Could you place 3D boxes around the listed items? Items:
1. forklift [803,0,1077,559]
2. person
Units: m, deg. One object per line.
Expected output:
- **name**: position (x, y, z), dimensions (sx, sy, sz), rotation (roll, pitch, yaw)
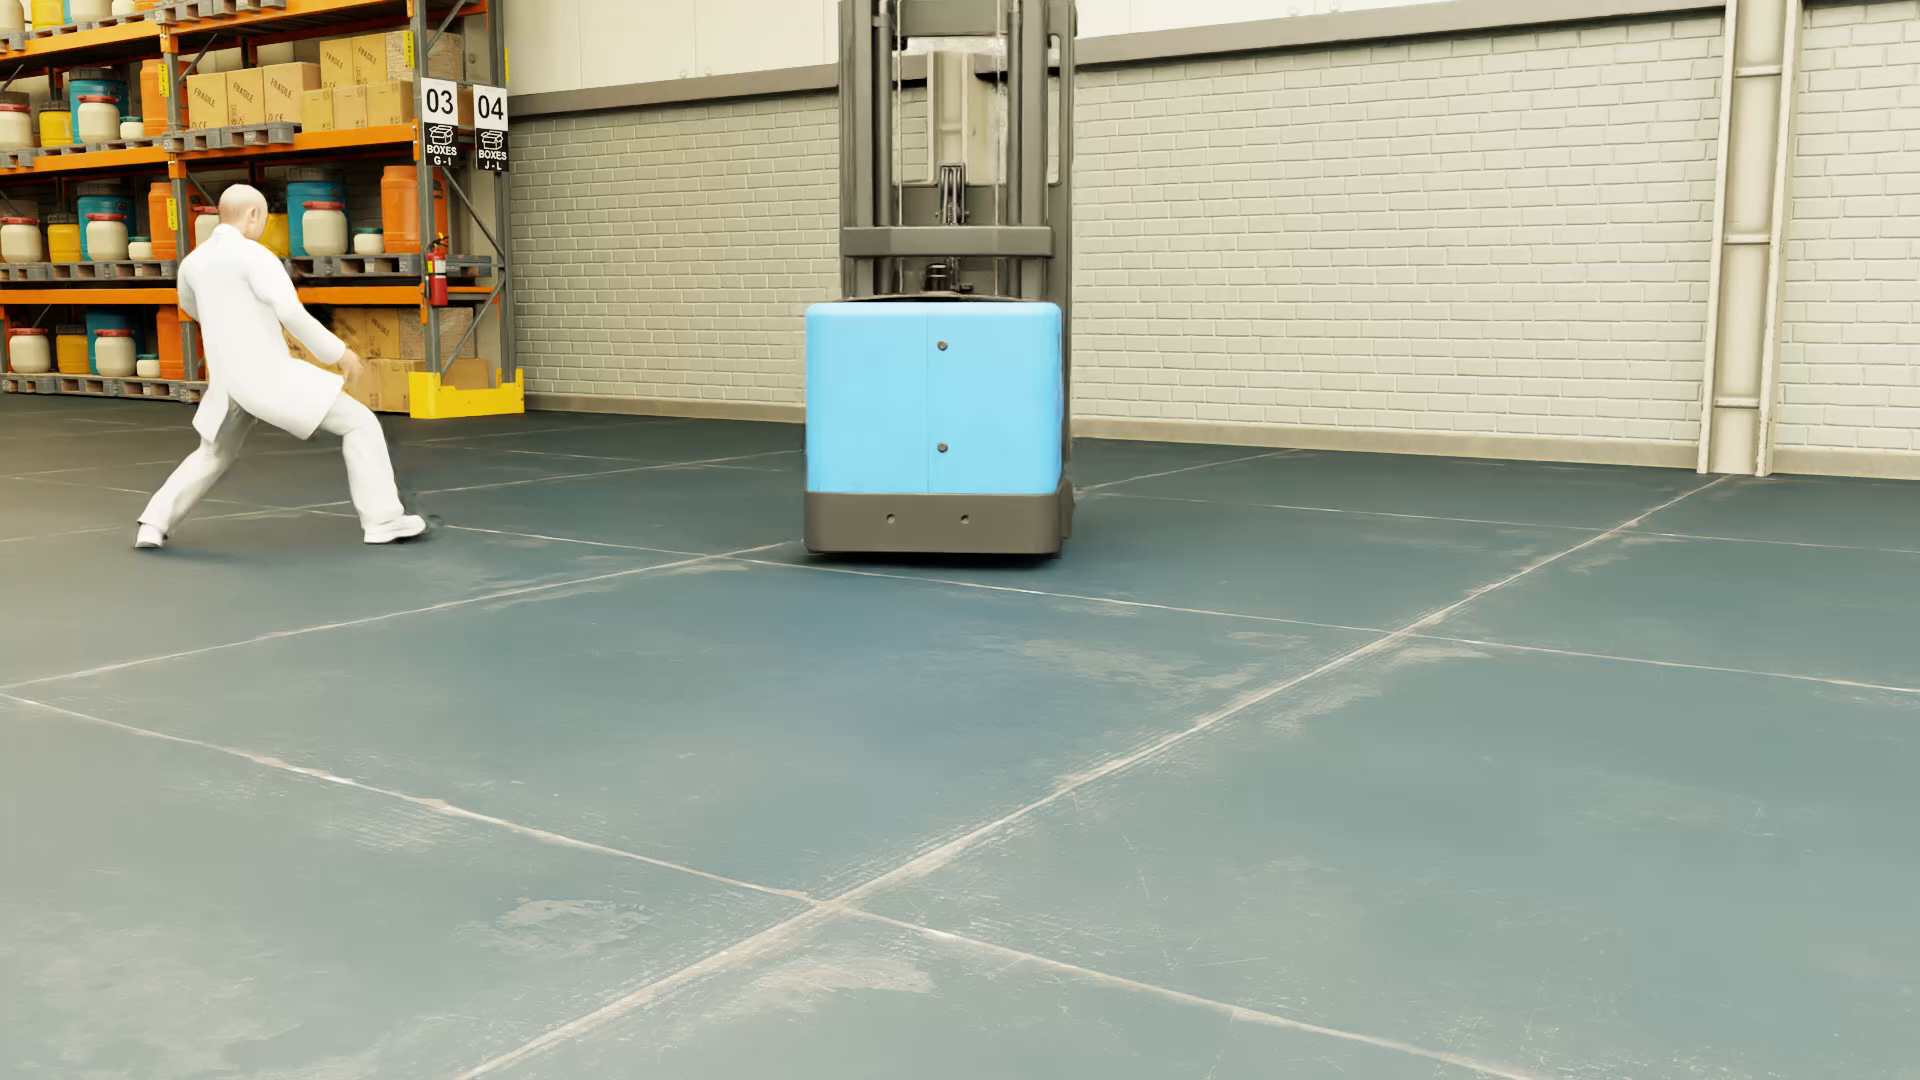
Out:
- **forklift**: position (0.004, -1.541, 8.030), dimensions (1.130, 2.935, 3.031), rotation (1, 8, 5)
- **person**: position (-3.088, -0.748, 7.403), dimensions (1.045, 1.628, 0.994), rotation (5, 10, 33)
